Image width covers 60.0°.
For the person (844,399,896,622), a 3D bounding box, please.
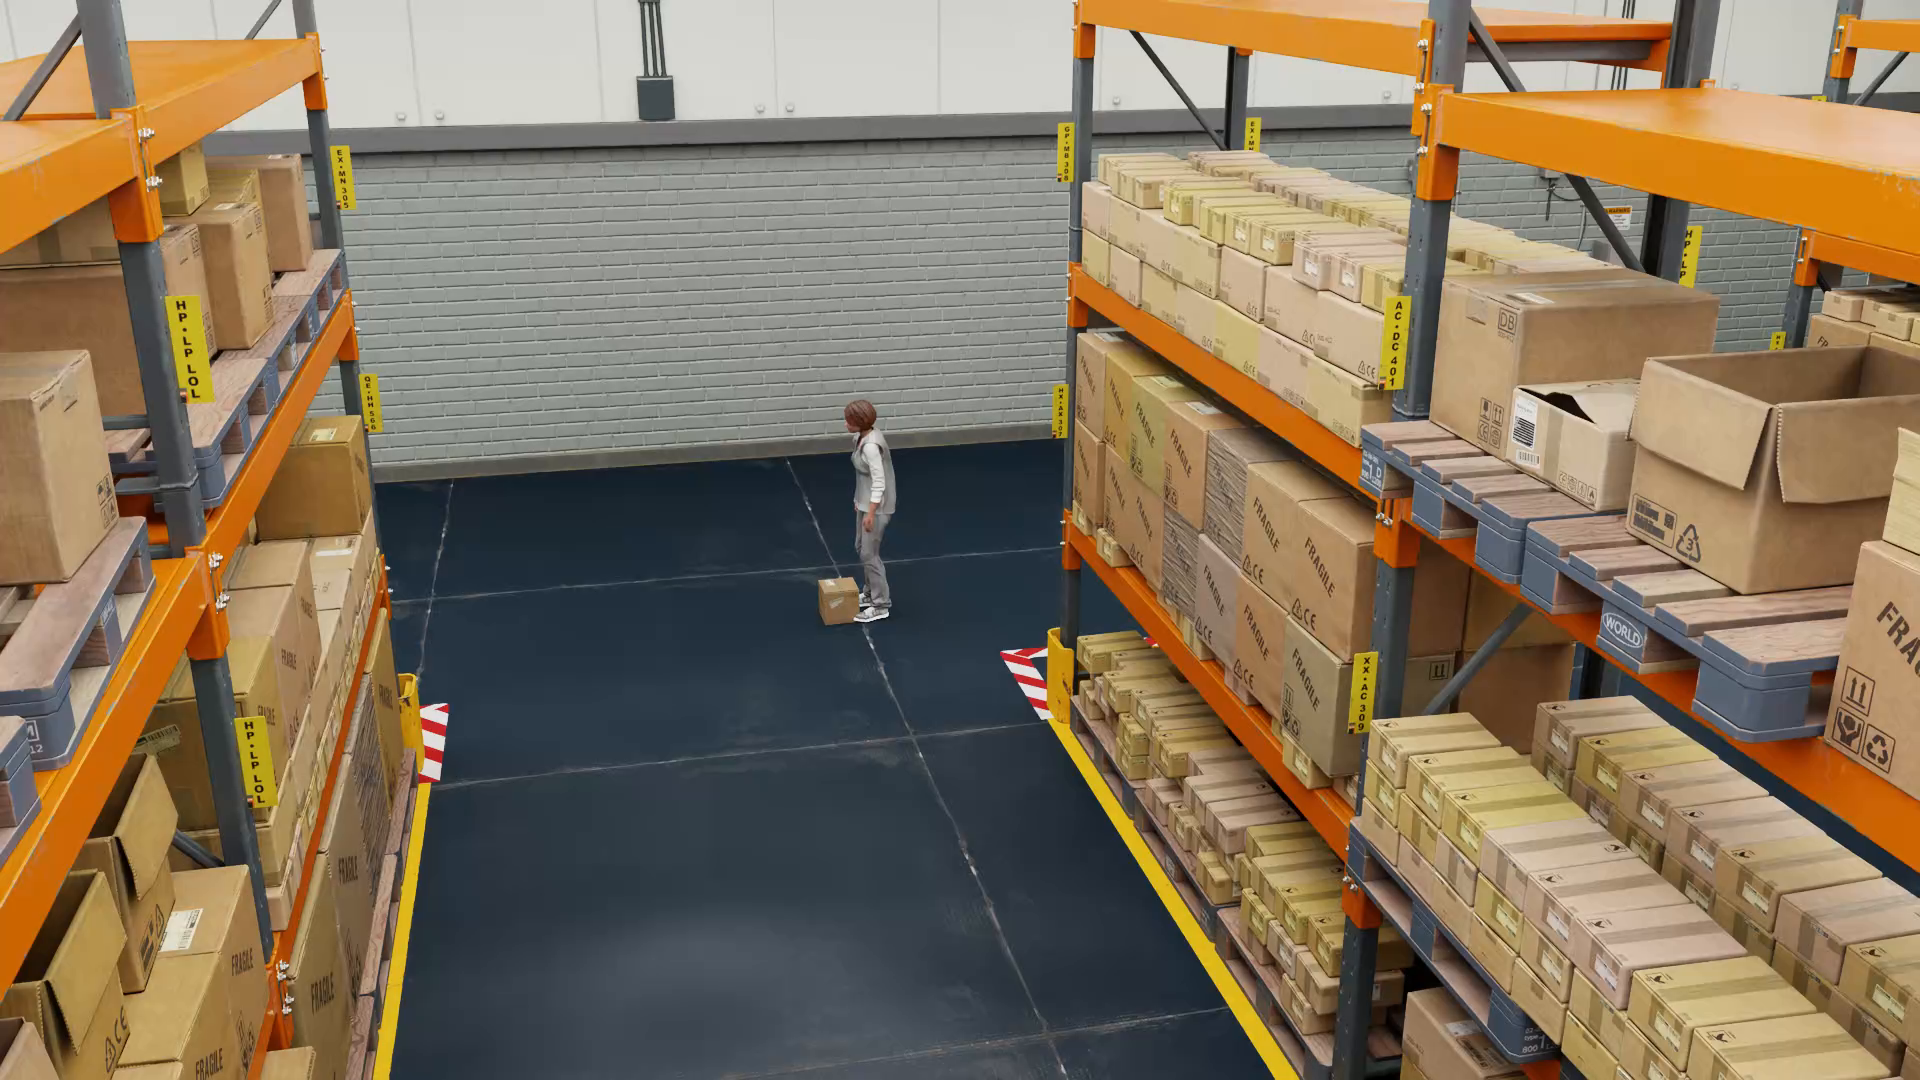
[{"bbox_3d":[-0.630,-0.219,11.692,0.343,1.593,0.461,-4,20,-12],"label":"person"}]
